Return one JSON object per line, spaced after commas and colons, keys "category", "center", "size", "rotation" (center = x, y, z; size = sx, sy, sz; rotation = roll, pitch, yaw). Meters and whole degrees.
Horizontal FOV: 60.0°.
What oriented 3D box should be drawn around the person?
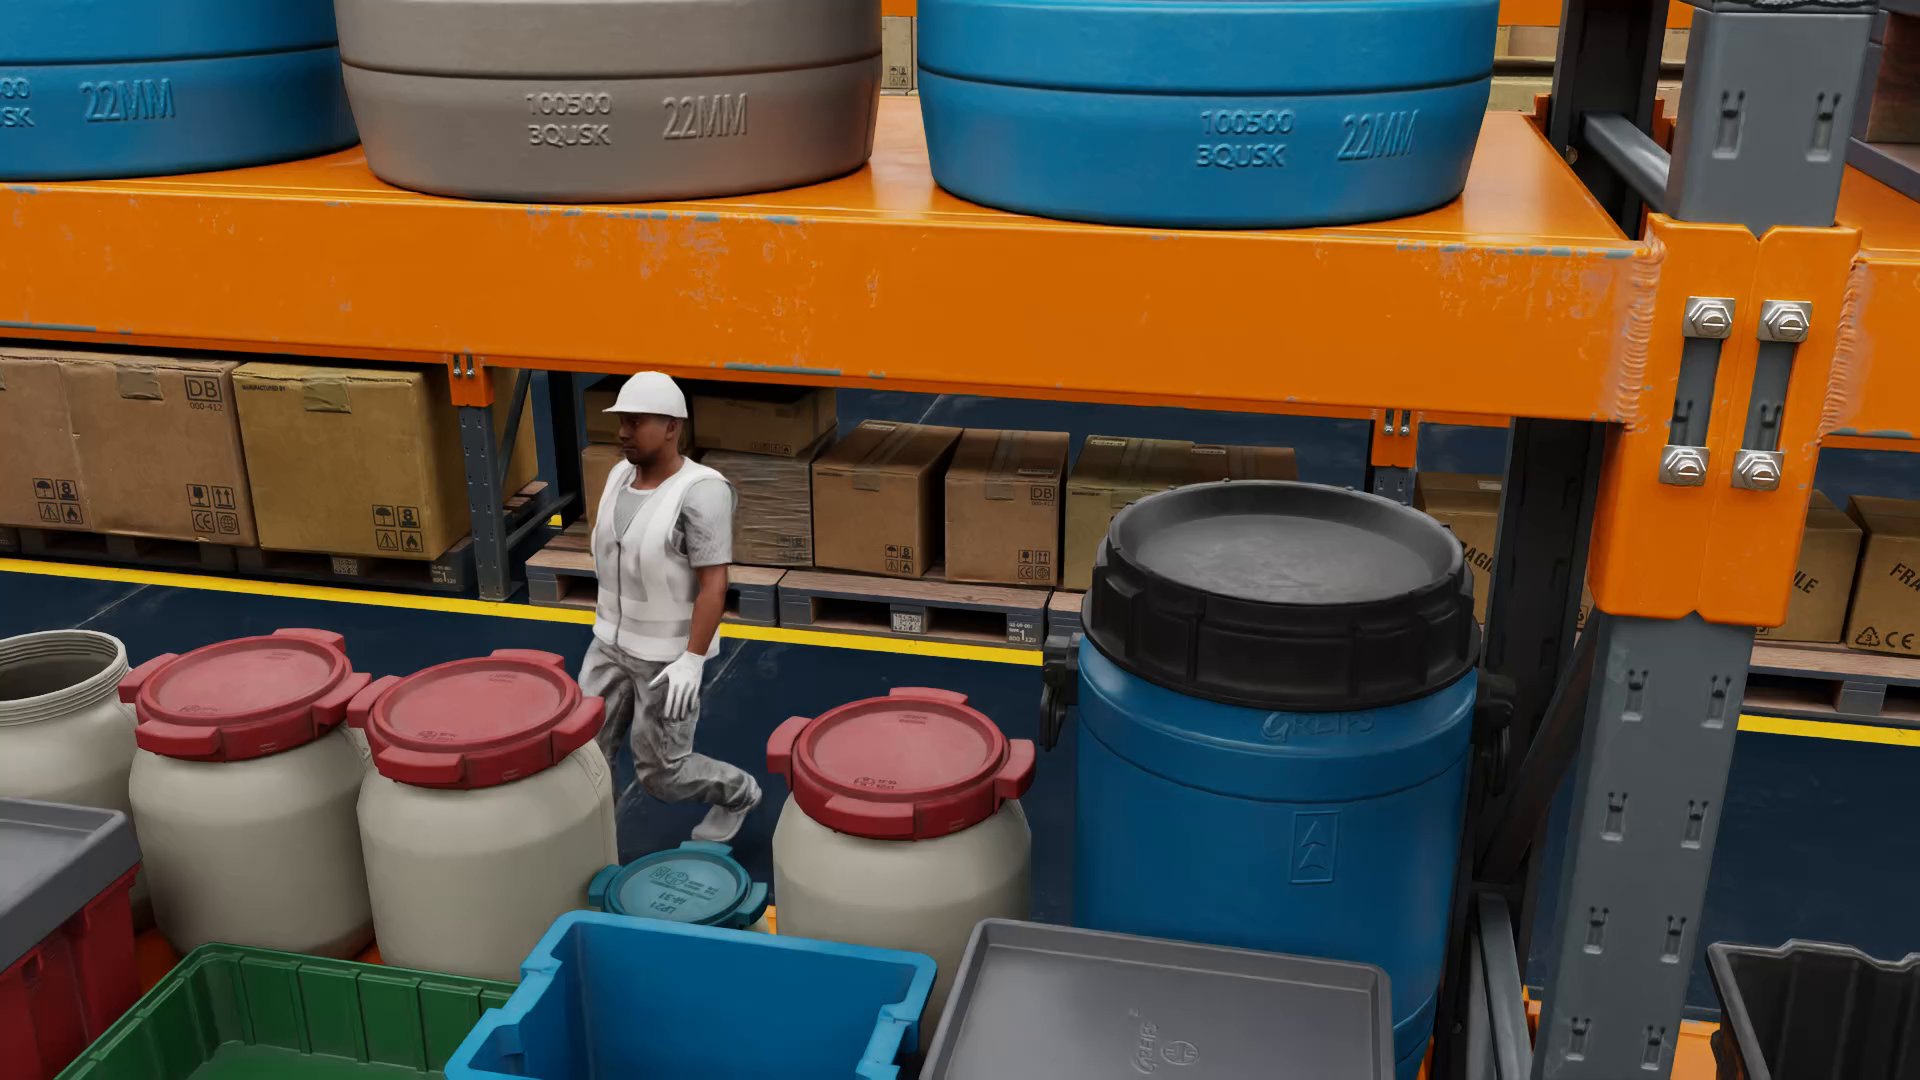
{"category": "person", "center": [-1.049, 0.355, 5.240], "size": [0.619, 1.717, 0.922], "rotation": [17, 27, 36]}
